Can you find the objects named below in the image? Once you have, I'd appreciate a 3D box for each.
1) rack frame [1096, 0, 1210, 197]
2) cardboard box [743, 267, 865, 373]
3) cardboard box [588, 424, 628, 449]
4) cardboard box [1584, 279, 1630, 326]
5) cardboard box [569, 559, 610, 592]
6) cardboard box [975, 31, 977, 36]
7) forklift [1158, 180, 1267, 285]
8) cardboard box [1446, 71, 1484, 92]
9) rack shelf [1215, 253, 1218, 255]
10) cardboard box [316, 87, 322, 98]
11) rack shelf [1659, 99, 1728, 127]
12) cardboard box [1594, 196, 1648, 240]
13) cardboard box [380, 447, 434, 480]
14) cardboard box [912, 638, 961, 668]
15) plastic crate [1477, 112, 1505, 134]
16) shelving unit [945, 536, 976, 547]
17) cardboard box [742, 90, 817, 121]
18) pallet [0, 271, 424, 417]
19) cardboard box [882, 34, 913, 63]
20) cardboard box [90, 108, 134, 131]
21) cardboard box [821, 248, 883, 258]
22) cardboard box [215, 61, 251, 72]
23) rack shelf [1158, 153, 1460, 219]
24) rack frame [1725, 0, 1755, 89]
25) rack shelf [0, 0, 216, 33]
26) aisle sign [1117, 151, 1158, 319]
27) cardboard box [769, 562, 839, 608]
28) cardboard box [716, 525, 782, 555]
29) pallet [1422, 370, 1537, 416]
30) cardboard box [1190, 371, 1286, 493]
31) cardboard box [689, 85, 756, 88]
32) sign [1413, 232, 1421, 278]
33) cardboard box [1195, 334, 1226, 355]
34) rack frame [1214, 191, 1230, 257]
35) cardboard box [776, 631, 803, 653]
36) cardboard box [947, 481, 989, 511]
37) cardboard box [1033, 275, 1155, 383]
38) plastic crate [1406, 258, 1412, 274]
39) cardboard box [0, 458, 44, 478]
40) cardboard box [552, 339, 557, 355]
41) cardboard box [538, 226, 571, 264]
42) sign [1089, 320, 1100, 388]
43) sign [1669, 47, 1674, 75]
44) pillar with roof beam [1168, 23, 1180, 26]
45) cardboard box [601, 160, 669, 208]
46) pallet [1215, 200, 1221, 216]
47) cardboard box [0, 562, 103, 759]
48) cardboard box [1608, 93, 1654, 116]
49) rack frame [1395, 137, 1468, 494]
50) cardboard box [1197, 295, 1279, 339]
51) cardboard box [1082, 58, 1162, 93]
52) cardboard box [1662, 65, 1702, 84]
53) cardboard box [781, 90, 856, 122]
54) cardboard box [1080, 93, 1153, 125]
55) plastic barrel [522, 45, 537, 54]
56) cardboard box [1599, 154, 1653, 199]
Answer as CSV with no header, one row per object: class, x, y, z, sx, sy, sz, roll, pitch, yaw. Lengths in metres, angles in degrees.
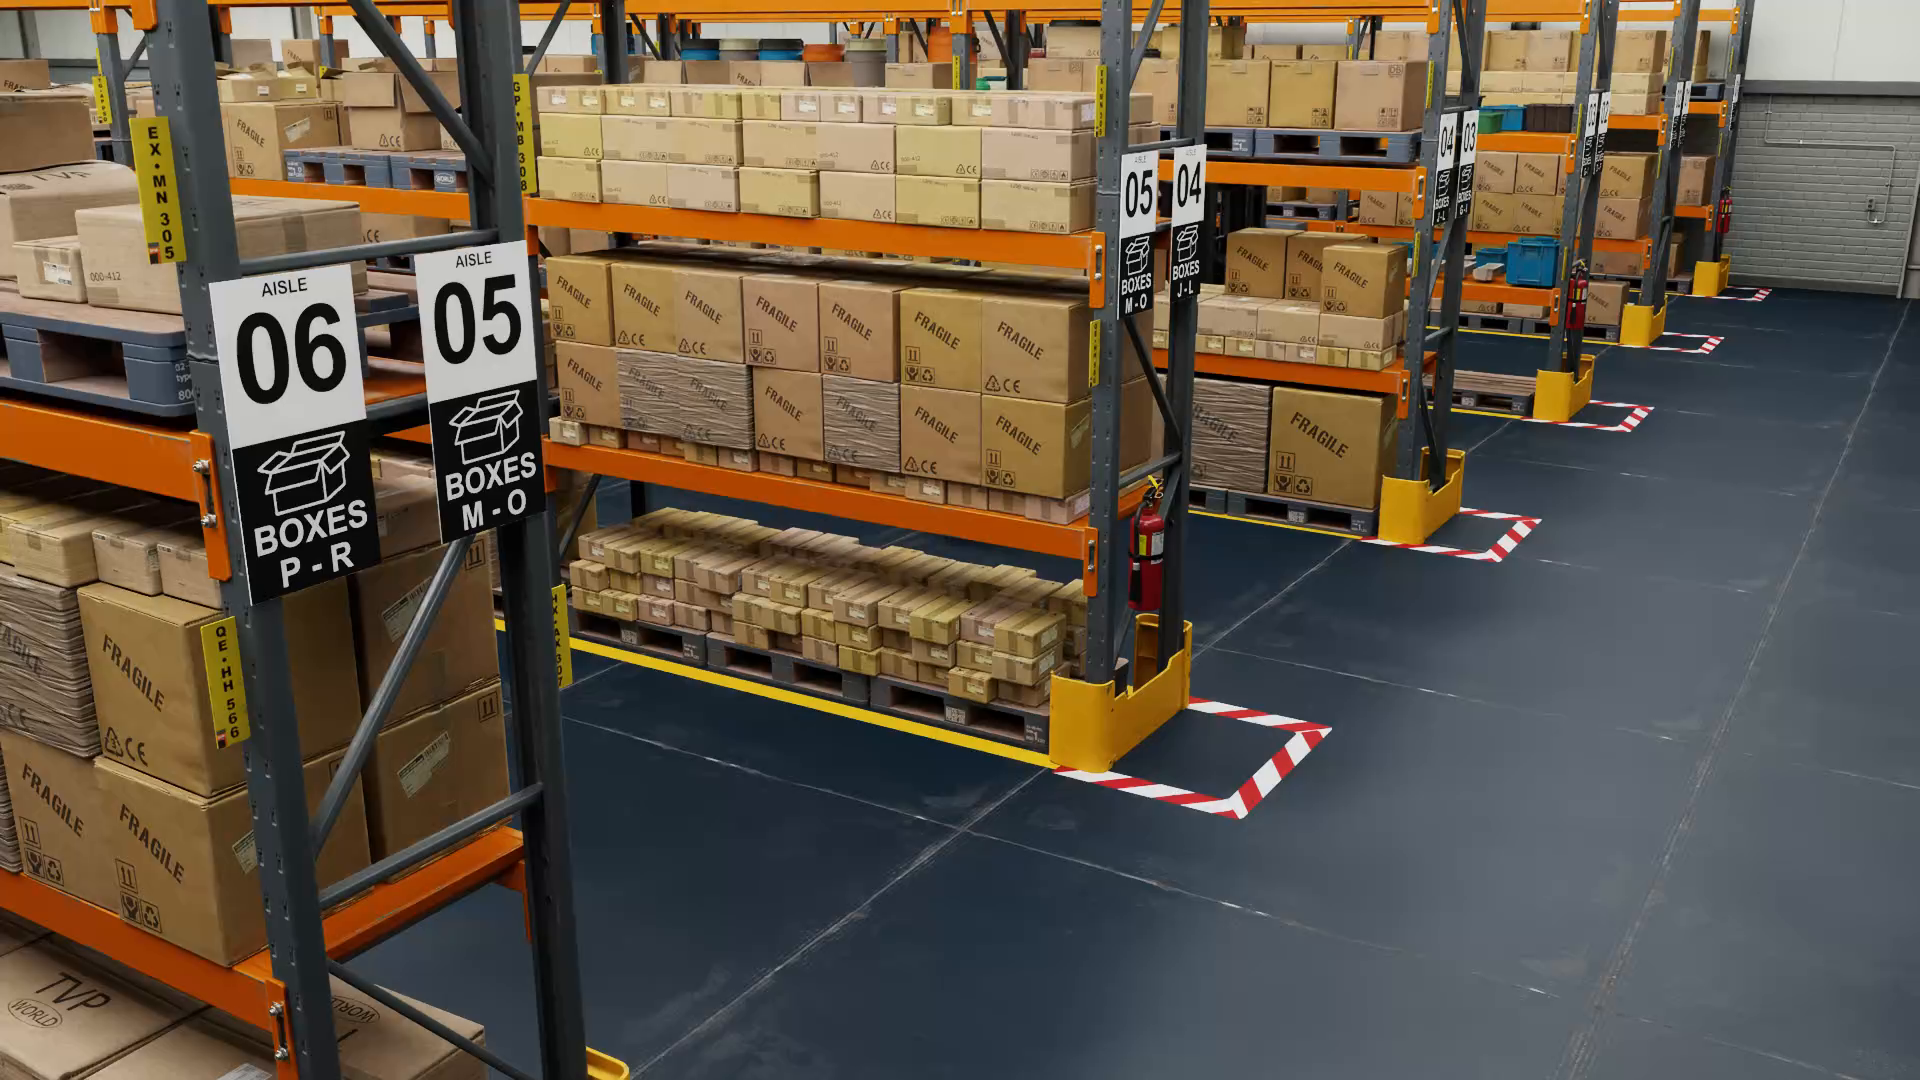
rack frame,0.973,-3.220,8.001,0.127,3.000,1.000,10,20,30
cardboard box,-0.879,-1.260,9.465,0.500,0.500,0.500,9,19,28
cardboard box,-2.106,-0.693,10.435,0.250,0.149,0.380,11,20,32
cardboard box,8.250,-3.052,21.312,0.500,0.500,0.500,10,20,30
cardboard box,-2.294,0.197,10.743,0.250,0.149,0.380,11,20,33
cardboard box,0.162,-9.130,30.689,0.500,0.500,0.500,11,20,33
forklift,2.196,-2.646,16.548,1.130,2.935,3.031,-14,22,-38
cardboard box,6.565,-5.937,21.502,0.500,0.250,0.500,10,20,30
rack shelf,1.134,-3.358,20.013,4.000,0.370,1.077,10,20,30
cardboard box,-6.999,-4.920,18.330,0.250,0.149,0.380,11,20,32
rack shelf,9.727,-6.639,25.652,4.000,0.370,1.077,10,20,30
cardboard box,8.318,-4.064,20.929,0.500,0.500,0.500,11,20,32
cardboard box,-3.633,-0.454,11.504,0.500,0.250,0.500,11,20,33
cardboard box,-0.070,0.583,9.473,0.250,0.149,0.380,9,19,28
plastic crate,5.257,-4.203,16.760,0.336,0.188,0.450,10,20,30
shelving unit,0.046,-0.494,12.702,0.252,1.050,0.215,10,20,30
cardboard box,-0.990,-2.399,9.170,0.250,0.149,0.380,9,19,28
pallet,-2.169,-0.612,4.726,1.213,0.211,1.003,10,20,30
cardboard box,-0.878,-7.661,26.025,0.500,0.500,0.500,10,20,31
cardboard box,-6.469,-3.176,12.521,0.250,0.166,0.380,10,20,30
cardboard box,-0.881,-2.902,15.375,0.637,0.503,0.797,10,20,31
cardboard box,-5.363,-3.419,12.326,0.258,0.266,0.396,10,20,30
rack shelf,1.951,-2.958,13.536,4.000,0.370,1.077,10,20,30
rack frame,11.432,-8.114,24.110,0.127,3.000,1.000,10,20,30
rack shelf,-7.548,-4.206,13.171,4.000,0.370,1.077,10,20,30
aisle sign,0.878,-1.508,8.213,0.004,0.787,0.394,10,20,30
cardboard box,-0.932,0.268,9.998,0.250,0.149,0.380,10,20,30
cardboard box,-1.361,0.034,10.768,0.250,0.149,0.380,11,20,32
pallet,5.565,-1.591,17.754,1.213,0.211,1.003,10,20,30
cardboard box,2.292,-0.963,13.825,0.875,0.875,0.875,10,20,30
cardboard box,-1.403,-2.638,9.957,0.250,0.149,0.380,11,20,32
sign,3.359,-2.098,12.228,0.005,0.325,0.100,10,20,30
cardboard box,2.087,-1.610,13.452,0.250,0.149,0.380,10,20,30
rack frame,2.838,-3.398,18.907,0.127,3.000,1.000,10,20,30
cardboard box,-0.903,0.548,10.099,0.250,0.149,0.380,11,20,32
cardboard box,0.133,-0.291,9.110,0.250,0.149,0.380,10,20,30
cardboard box,0.729,-1.153,9.111,0.500,0.500,0.500,10,20,30
plastic crate,4.706,-2.896,17.604,0.250,0.136,0.298,10,20,30
cardboard box,-3.058,-0.131,5.142,0.250,0.149,0.380,11,20,31
cardboard box,-2.752,-1.394,11.508,0.250,0.149,0.380,10,19,29
cardboard box,-4.171,-3.161,17.232,0.500,0.500,0.700,14,22,38
sign,0.665,-0.921,8.216,0.005,0.325,0.100,10,20,30
sign,8.535,-5.740,19.934,0.005,0.325,0.100,10,20,30
pillar with roof beam,1.707,-8.676,25.962,0.400,9.000,9.100,10,20,30
cardboard box,-1.747,-2.112,9.771,0.500,0.250,0.500,10,19,29
pallet,3.685,-4.846,24.005,1.213,0.211,1.003,10,20,30
cardboard box,-2.528,0.278,4.911,0.500,0.500,0.500,10,20,30
cardboard box,8.267,-5.392,20.569,0.500,0.250,0.500,10,20,30
rack frame,3.655,-1.563,12.866,0.127,3.000,1.000,10,20,30
cardboard box,2.237,-1.796,13.380,0.500,0.250,0.500,9,19,28
cardboard box,1.401,-3.716,13.727,0.500,0.500,0.700,11,20,33
cardboard box,10.669,-6.901,24.642,0.500,0.250,0.500,11,20,32
cardboard box,-0.764,-2.361,9.043,0.250,0.149,0.380,10,19,29
cardboard box,0.816,-2.249,8.676,0.250,0.149,0.380,10,20,30
plastic barrel,-6.349,-6.808,23.925,0.600,0.588,0.600,0,17,0
cardboard box,8.319,-4.542,20.780,0.500,0.500,0.500,10,20,30
